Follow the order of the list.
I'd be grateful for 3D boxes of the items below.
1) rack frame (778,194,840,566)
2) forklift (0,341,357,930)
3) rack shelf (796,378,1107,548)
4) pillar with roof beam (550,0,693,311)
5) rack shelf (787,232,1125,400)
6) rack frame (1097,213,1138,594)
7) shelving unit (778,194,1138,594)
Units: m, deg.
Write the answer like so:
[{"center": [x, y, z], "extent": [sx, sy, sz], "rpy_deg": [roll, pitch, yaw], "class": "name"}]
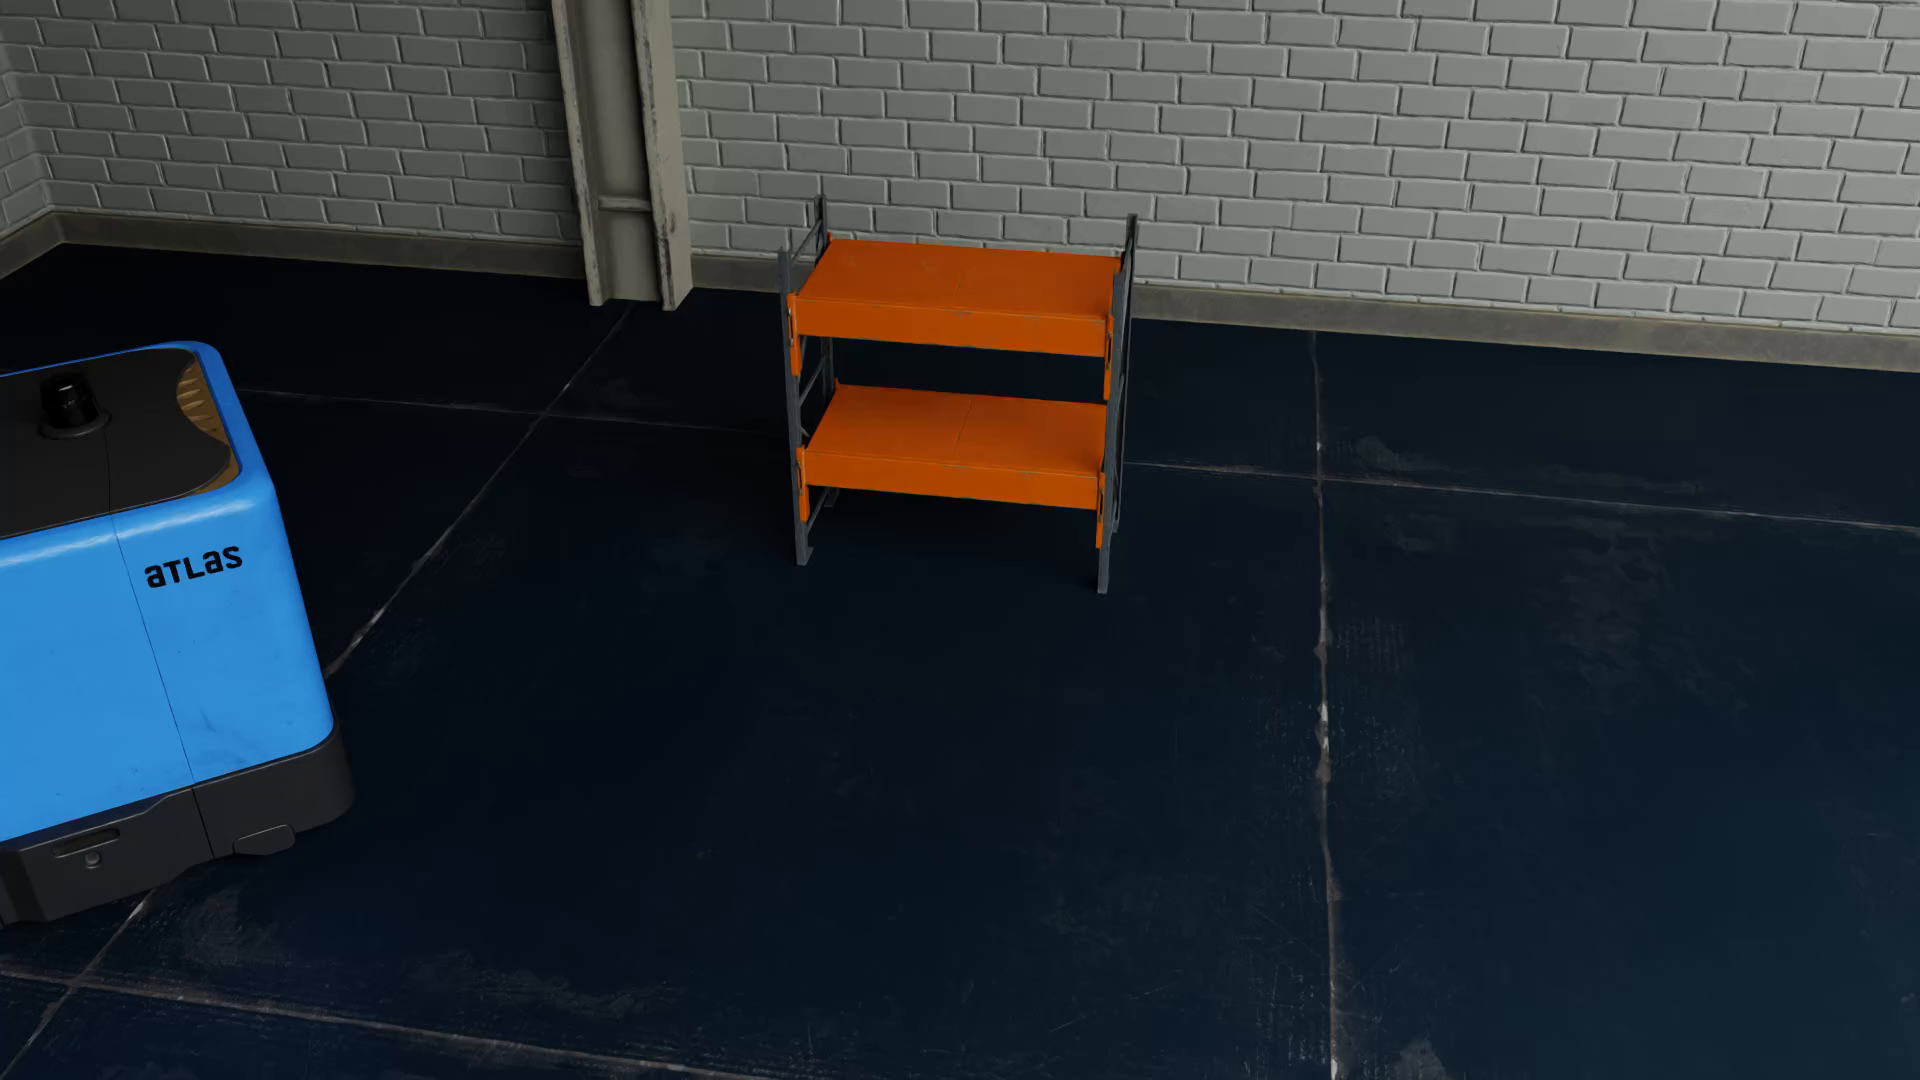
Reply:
[{"center": [-0.494, -0.522, 5.523], "extent": [0.032, 1.125, 0.500], "rpy_deg": [5, 32, 8], "class": "rack frame"}, {"center": [-3.173, -0.307, 3.478], "extent": [3.031, 2.935, 1.130], "rpy_deg": [-16, 36, -24], "class": "forklift"}, {"center": [0.007, -0.269, 5.580], "extent": [1.000, 0.278, 0.538], "rpy_deg": [5, 32, 8], "class": "rack shelf"}, {"center": [-2.161, -2.675, 1.543], "extent": [0.400, 9.000, 9.100], "rpy_deg": [5, 32, 8], "class": "pillar with roof beam"}, {"center": [0.007, -0.724, 5.295], "extent": [1.000, 0.278, 0.538], "rpy_deg": [5, 32, 8], "class": "rack shelf"}, {"center": [0.508, -0.431, 5.378], "extent": [0.032, 1.125, 0.500], "rpy_deg": [5, 32, 8], "class": "rack frame"}, {"center": [0.007, -0.476, 5.451], "extent": [1.048, 1.125, 0.538], "rpy_deg": [5, 32, 8], "class": "shelving unit"}]
